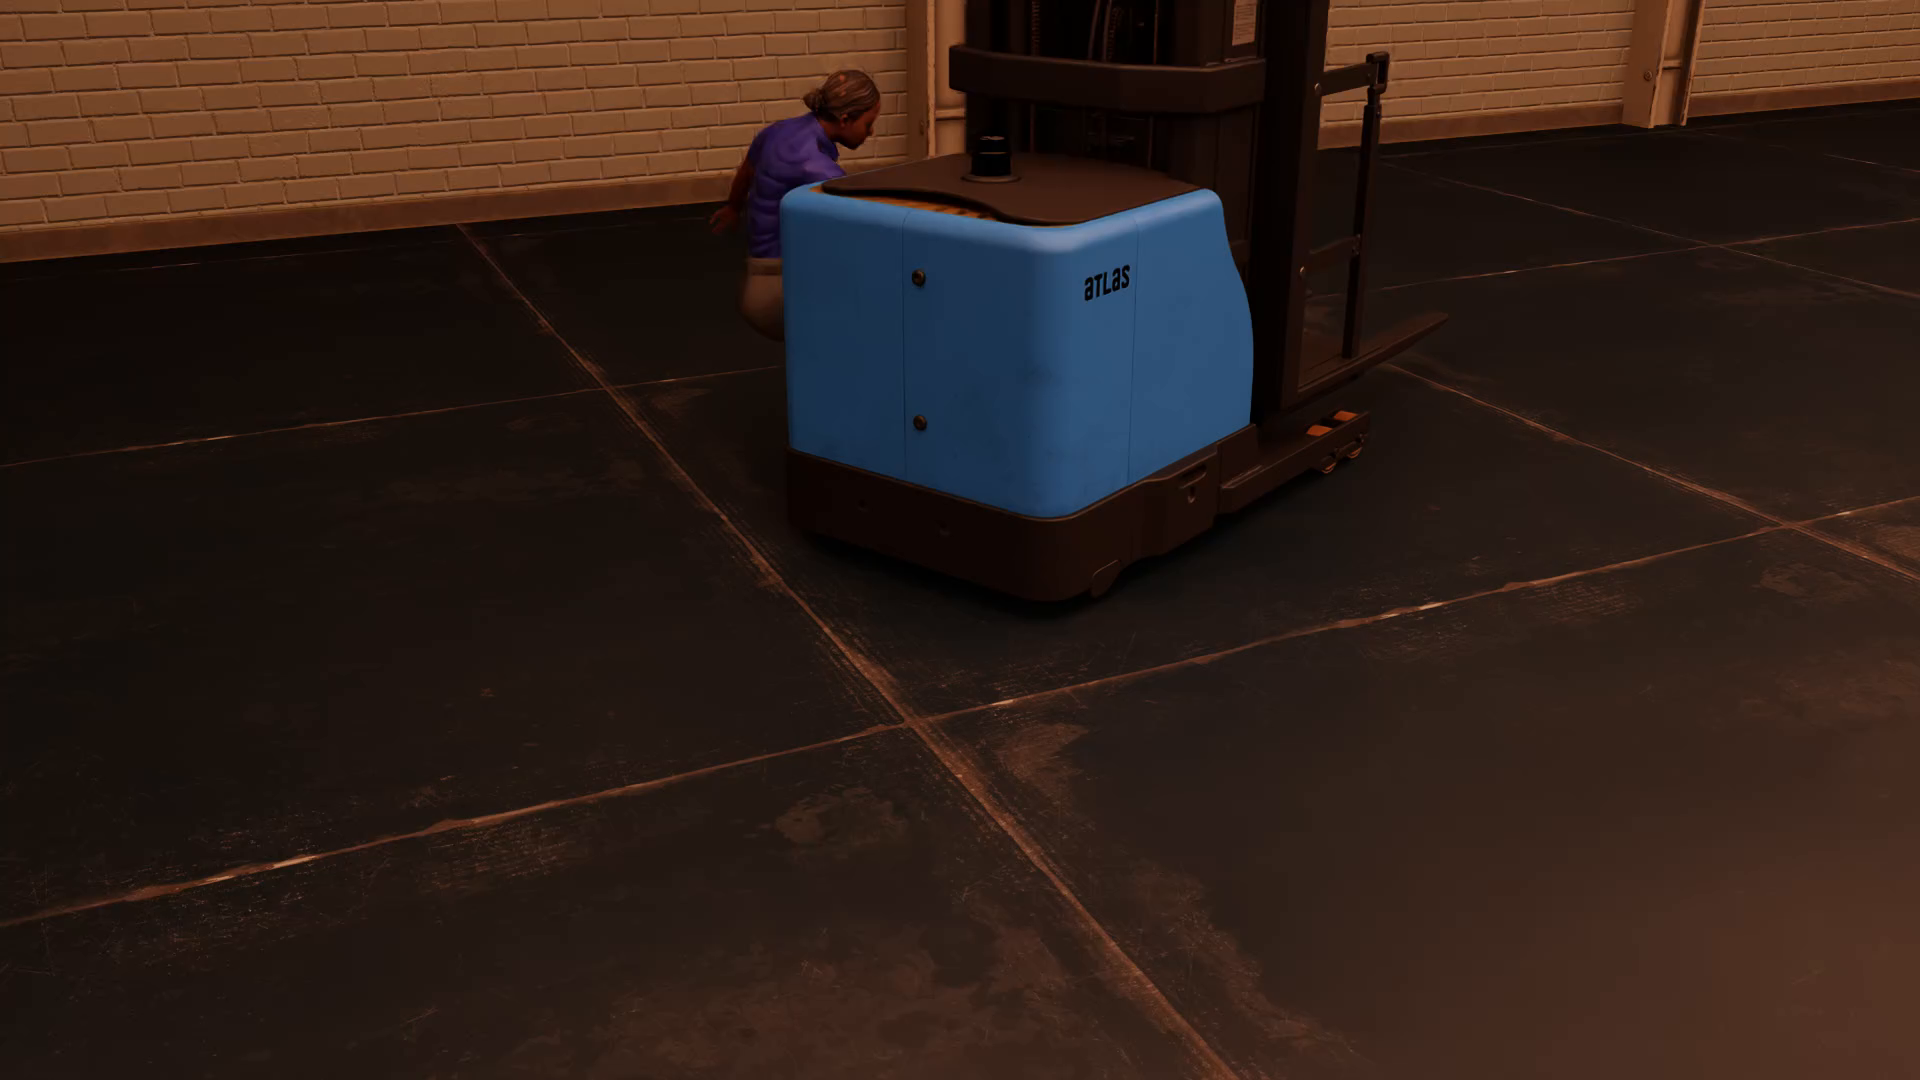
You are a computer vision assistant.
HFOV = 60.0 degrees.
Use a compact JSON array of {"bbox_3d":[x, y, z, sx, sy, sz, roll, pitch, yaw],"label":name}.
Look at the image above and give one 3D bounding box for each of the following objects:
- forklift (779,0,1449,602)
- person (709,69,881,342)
[{"bbox_3d":[0.778,-1.682,5.336,1.130,2.935,3.031,17,28,35],"label":"forklift"},{"bbox_3d":[-0.363,-0.883,5.574,0.904,1.380,0.998,-4,23,-9],"label":"person"}]
